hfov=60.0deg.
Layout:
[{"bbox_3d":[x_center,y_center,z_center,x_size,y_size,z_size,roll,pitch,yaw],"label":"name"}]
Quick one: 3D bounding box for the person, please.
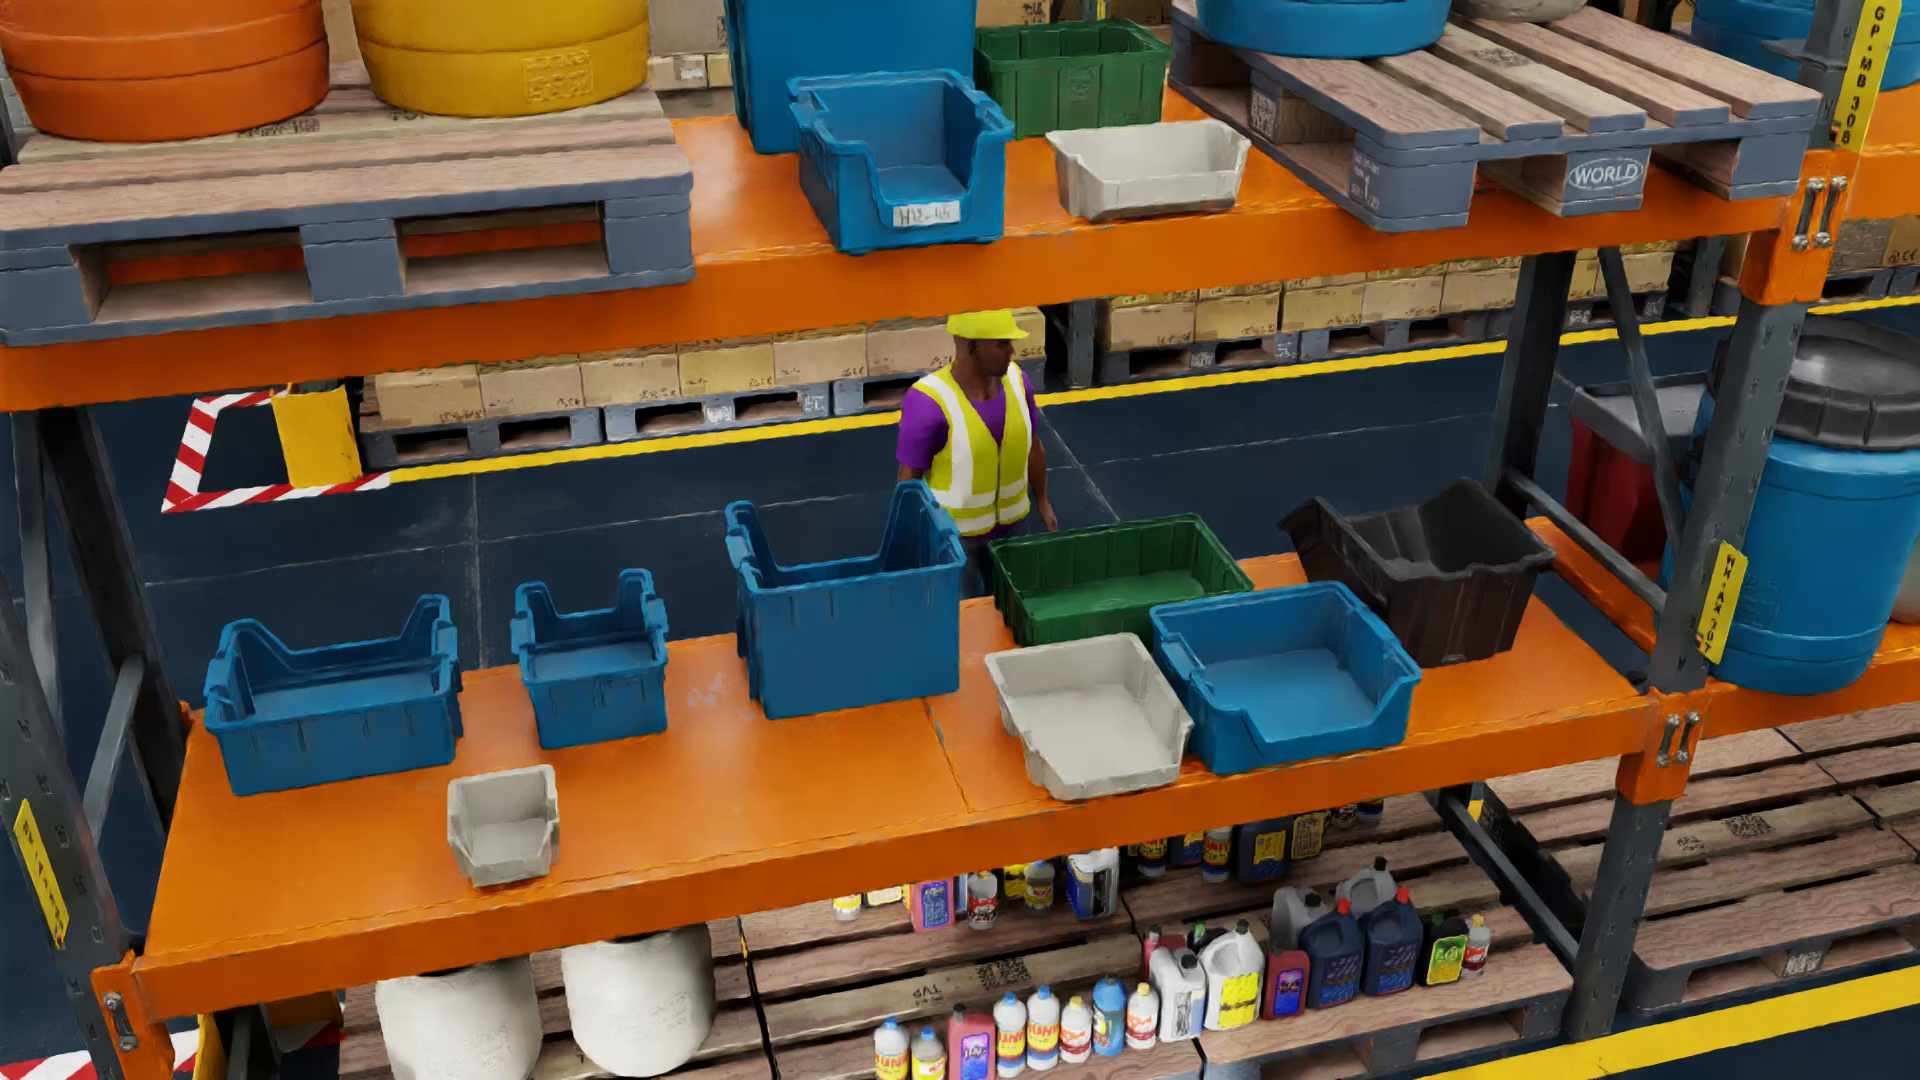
[{"bbox_3d":[0.075,-0.049,6.182,0.615,1.804,0.412,-19,35,-29],"label":"person"}]
